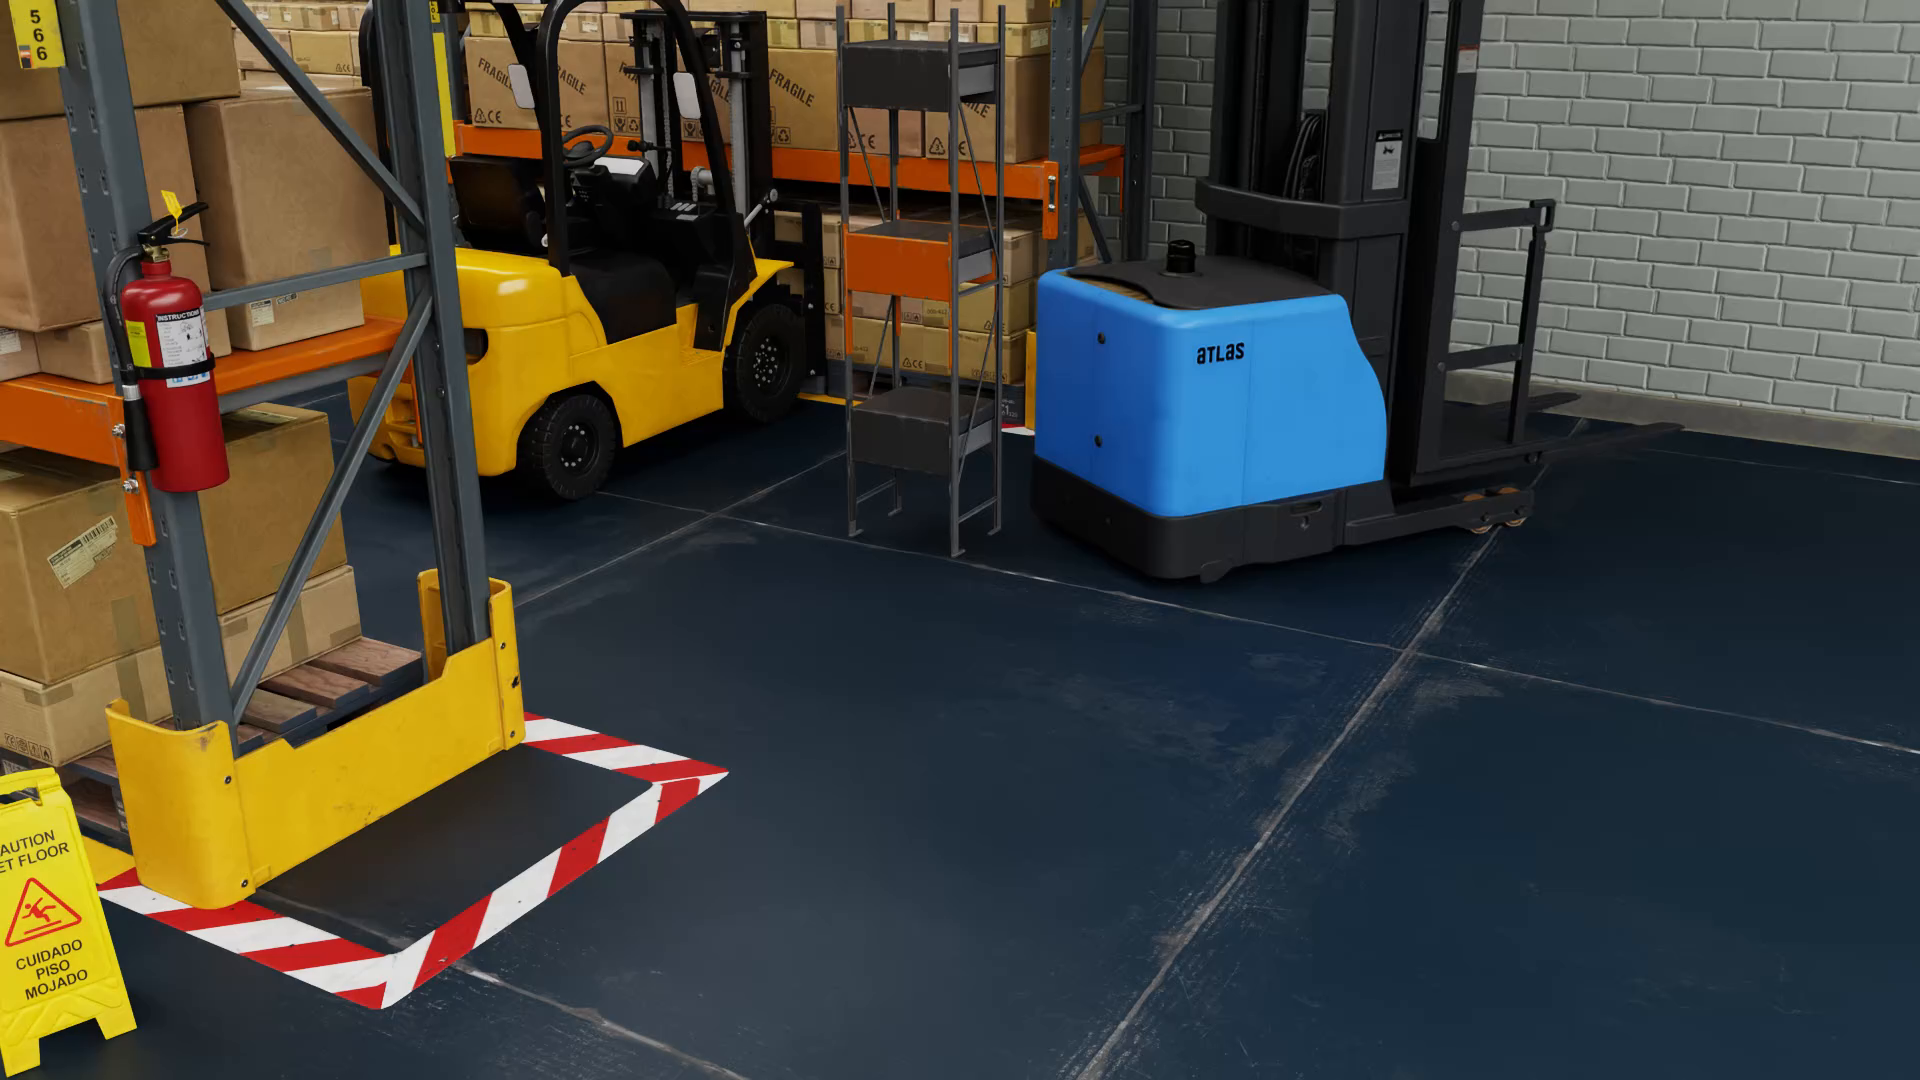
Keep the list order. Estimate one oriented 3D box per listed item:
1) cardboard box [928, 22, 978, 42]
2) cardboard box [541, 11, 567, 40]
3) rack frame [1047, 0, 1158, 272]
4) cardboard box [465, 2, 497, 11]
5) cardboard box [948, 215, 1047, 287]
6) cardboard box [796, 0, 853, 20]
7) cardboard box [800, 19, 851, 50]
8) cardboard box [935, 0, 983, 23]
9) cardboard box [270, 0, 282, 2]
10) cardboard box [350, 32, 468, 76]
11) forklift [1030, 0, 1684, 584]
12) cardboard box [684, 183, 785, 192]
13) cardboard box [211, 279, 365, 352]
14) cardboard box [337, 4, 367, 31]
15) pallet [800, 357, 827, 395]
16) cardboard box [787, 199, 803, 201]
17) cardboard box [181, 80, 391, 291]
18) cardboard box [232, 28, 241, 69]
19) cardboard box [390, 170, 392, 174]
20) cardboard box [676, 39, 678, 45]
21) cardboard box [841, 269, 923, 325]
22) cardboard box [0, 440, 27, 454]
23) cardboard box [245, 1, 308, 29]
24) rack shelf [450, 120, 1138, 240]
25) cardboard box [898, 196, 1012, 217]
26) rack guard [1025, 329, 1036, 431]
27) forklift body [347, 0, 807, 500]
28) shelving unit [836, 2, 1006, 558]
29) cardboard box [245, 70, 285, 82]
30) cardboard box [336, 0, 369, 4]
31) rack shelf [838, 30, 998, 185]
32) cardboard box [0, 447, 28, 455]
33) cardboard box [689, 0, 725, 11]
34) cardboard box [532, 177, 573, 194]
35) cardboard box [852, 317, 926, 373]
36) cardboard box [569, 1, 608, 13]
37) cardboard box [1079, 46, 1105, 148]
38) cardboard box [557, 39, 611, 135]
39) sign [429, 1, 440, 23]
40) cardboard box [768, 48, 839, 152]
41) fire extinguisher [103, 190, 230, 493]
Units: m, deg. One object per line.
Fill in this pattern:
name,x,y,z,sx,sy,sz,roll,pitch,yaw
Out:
cardboard box,0.044,-2.484,8.215,0.250,0.149,0.380,11,23,28
cardboard box,-2.154,-2.932,9.451,0.250,0.149,0.380,11,23,27
rack frame,0.721,-2.124,8.321,0.127,3.000,1.000,11,23,27
cardboard box,-2.638,-3.139,9.587,0.250,0.149,0.380,11,23,28
cardboard box,0.166,-1.482,8.503,0.500,0.250,0.500,12,23,29
cardboard box,-0.630,-2.753,8.523,0.250,0.149,0.380,11,23,29
cardboard box,-0.620,-2.620,8.591,0.250,0.149,0.380,10,22,26
cardboard box,0.075,-2.644,8.222,0.250,0.149,0.380,11,23,27
cardboard box,-4.531,-3.563,11.190,0.250,0.149,0.380,12,23,29
cardboard box,-3.325,-2.959,10.111,0.500,0.250,0.500,10,22,26
forklift,1.844,-1.550,6.841,3.031,2.935,1.130,-10,22,-26
cardboard box,-1.363,-1.972,9.852,0.500,0.250,0.500,11,23,28
cardboard box,-1.893,-0.646,4.614,0.250,0.149,0.380,11,23,28
cardboard box,-3.600,-3.226,10.260,0.250,0.149,0.380,11,23,27
pallet,-1.029,-1.131,9.673,1.213,0.211,1.003,11,23,27
cardboard box,-1.166,-1.733,9.194,0.500,0.250,0.500,10,22,26
cardboard box,-1.975,-0.994,4.623,0.500,0.500,0.500,10,22,26
cardboard box,-4.652,-3.219,10.826,0.500,0.250,0.500,11,23,28
cardboard box,-3.906,-2.085,11.080,0.625,0.625,0.875,11,22,27
cardboard box,-1.518,-2.788,9.055,0.250,0.149,0.380,10,22,26
cardboard box,-0.289,-1.338,8.839,0.500,0.250,0.500,11,22,27
cardboard box,-2.877,-0.304,4.671,0.250,0.149,0.380,12,23,29
cardboard box,-4.308,-3.335,10.563,0.250,0.149,0.380,11,23,28
rack shelf,-1.026,-2.118,9.361,4.000,0.370,1.077,11,23,27
cardboard box,-0.045,-1.717,9.150,0.500,0.250,0.500,11,23,27
rack guard,0.741,-0.945,8.736,0.348,0.500,1.175,11,23,27
forklift body,-1.825,-1.497,7.838,1.214,2.155,2.313,11,23,27
shelving unit,-0.145,-1.015,6.583,0.503,2.100,0.431,11,23,27
cardboard box,-4.199,-2.898,10.676,0.500,0.250,0.500,11,23,28
cardboard box,-3.838,-3.451,10.881,0.250,0.149,0.380,11,23,27
rack shelf,-0.144,-1.660,6.349,0.480,0.518,0.431,11,23,27
cardboard box,-2.981,-0.044,4.905,0.500,0.500,0.500,12,23,29
cardboard box,-1.248,-2.913,8.962,0.250,0.149,0.380,11,23,28
cardboard box,-2.502,-1.990,9.902,0.500,0.250,0.500,10,22,26
cardboard box,-0.273,-1.098,8.910,0.500,0.250,0.500,11,23,27
cardboard box,-1.964,-3.010,9.229,0.250,0.149,0.380,11,23,28
cardboard box,0.423,-2.336,8.759,0.500,0.500,0.500,12,23,29
cardboard box,-2.049,-2.603,9.495,0.500,0.500,0.500,11,23,28
sign,-3.028,-3.133,9.521,0.005,0.325,0.100,11,23,27
cardboard box,-0.733,-2.349,8.794,0.500,0.500,0.500,10,22,26
fire extinguisher,-1.822,-0.453,3.828,0.183,0.674,0.296,11,23,27
